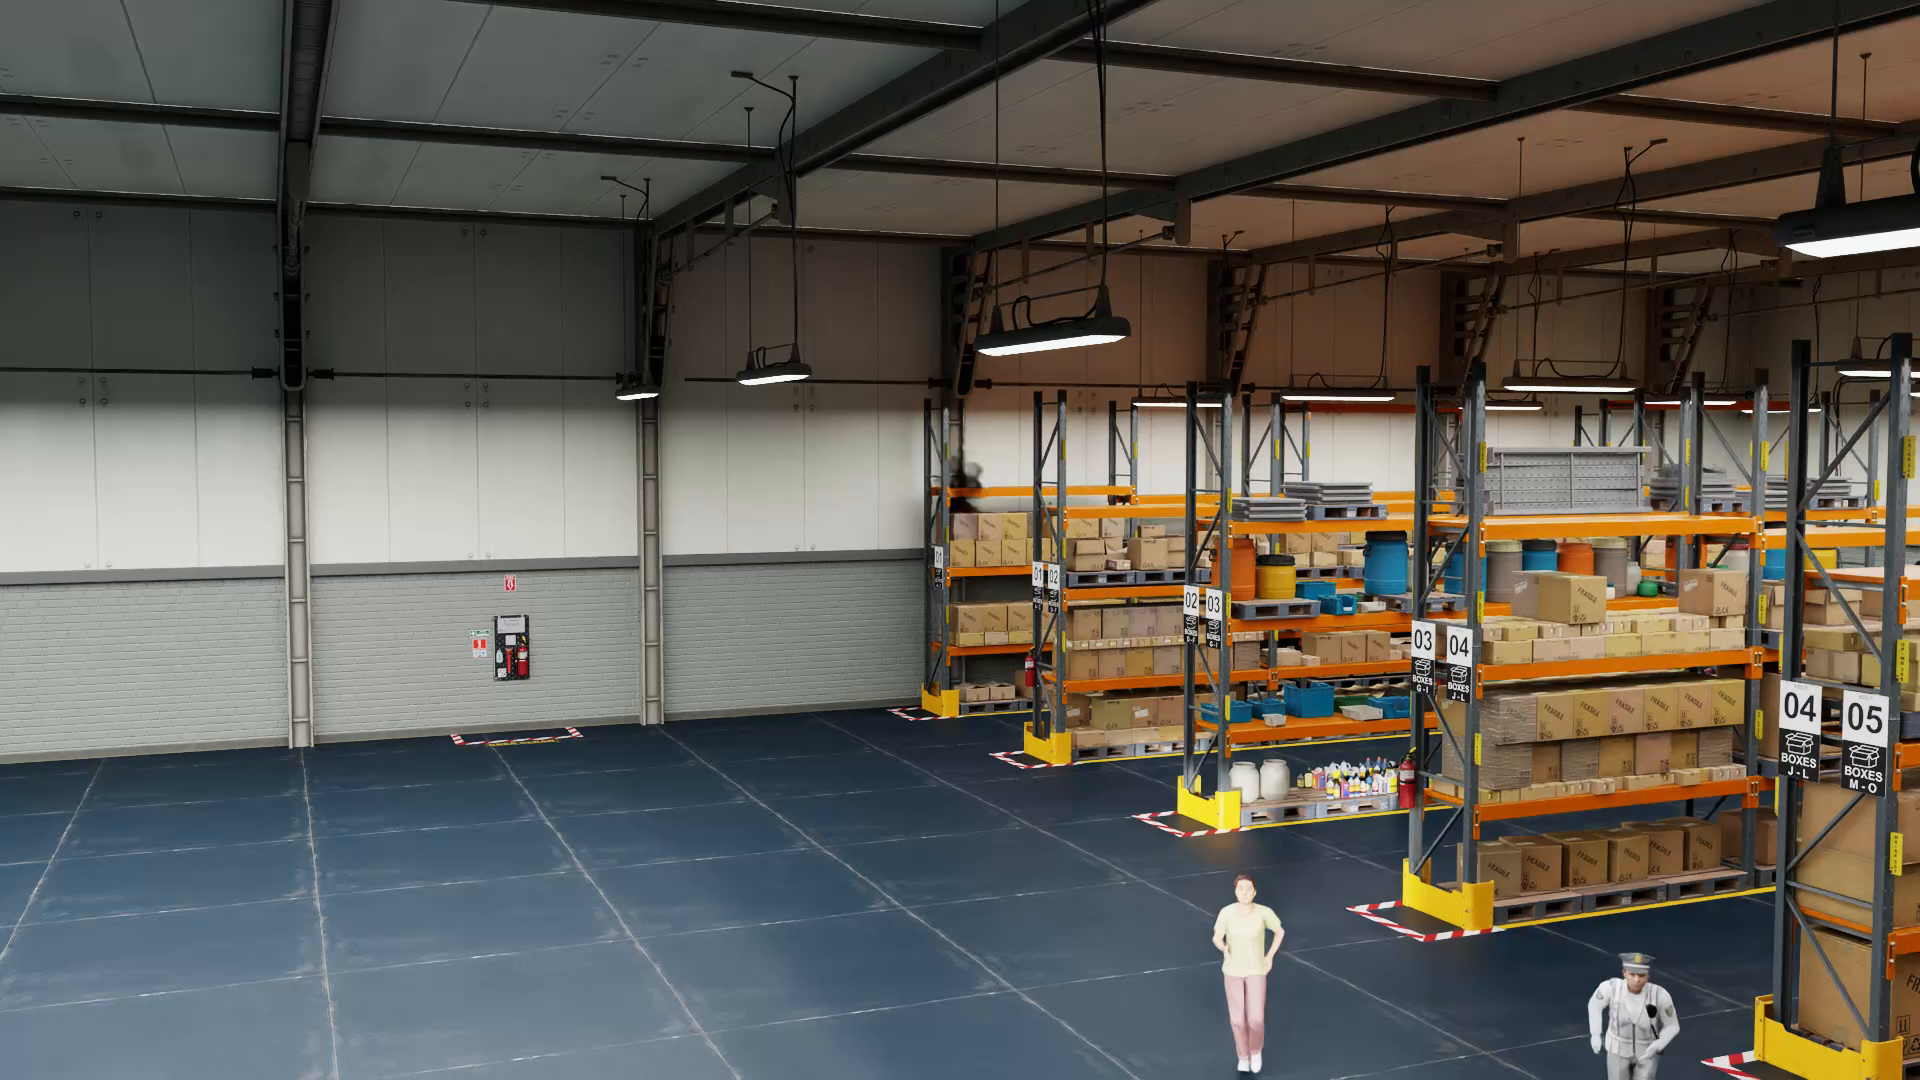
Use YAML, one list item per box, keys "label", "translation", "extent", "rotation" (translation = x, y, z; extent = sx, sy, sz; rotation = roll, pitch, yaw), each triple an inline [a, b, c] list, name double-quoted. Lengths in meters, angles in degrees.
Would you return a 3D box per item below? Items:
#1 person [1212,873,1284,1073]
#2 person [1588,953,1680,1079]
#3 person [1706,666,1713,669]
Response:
- label: "person"
  translation: [2.323, 3.536, 13.506]
  extent: [0.567, 1.631, 0.556]
  rotation: [1, 3, 16]
- label: "person"
  translation: [4.796, 3.663, 11.857]
  extent: [0.592, 1.605, 0.660]
  rotation: [1, 3, 16]
- label: "person"
  translation: [13.821, 2.503, 30.166]
  extent: [0.883, 1.802, 0.680]
  rotation: [-2, 4, -29]
